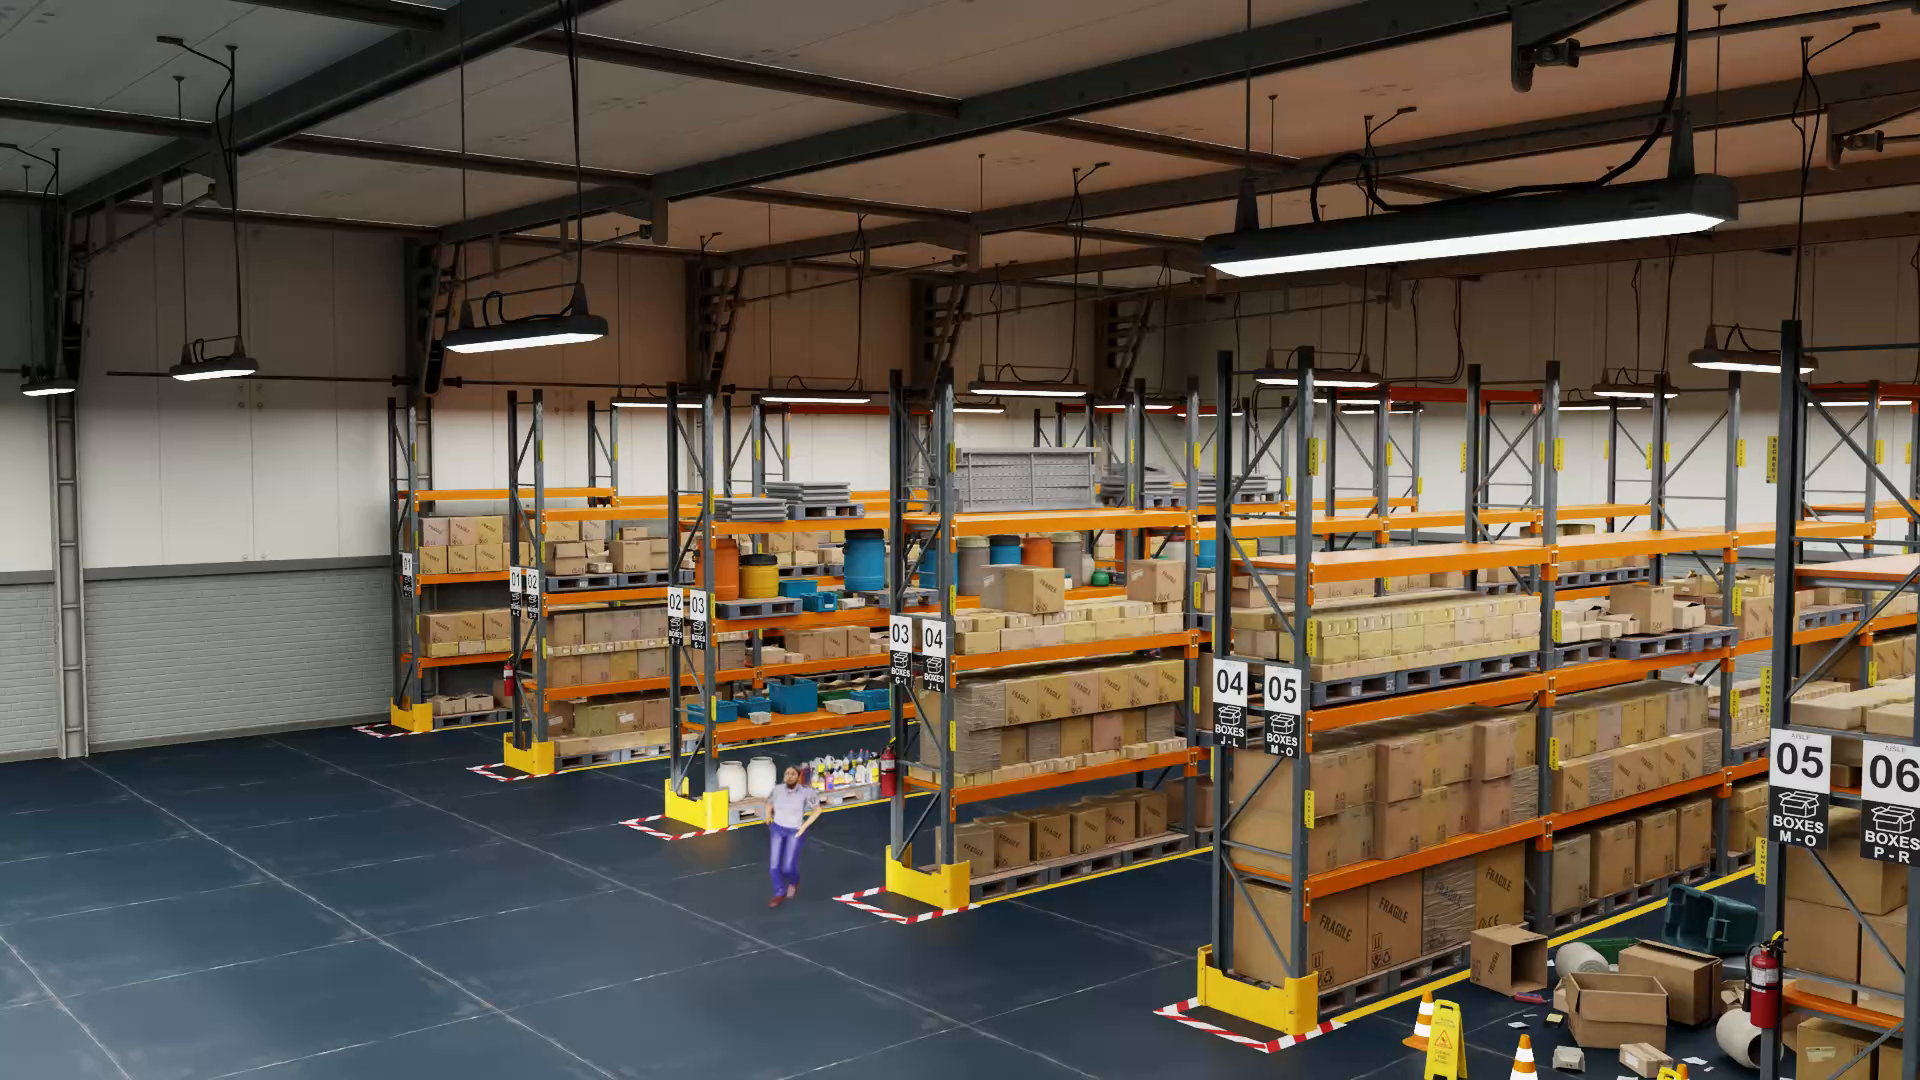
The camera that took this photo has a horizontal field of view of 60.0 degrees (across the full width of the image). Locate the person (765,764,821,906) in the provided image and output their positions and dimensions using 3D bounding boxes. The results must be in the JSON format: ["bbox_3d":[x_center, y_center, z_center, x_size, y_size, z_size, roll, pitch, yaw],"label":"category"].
[{"bbox_3d":[-1.895,3.301,18.539,0.625,1.573,0.582,1,3,17],"label":"person"}]

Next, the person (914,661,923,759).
[{"bbox_3d":[-0.482,2.742,27.294,0.647,1.675,0.637,3,5,44],"label":"person"}]

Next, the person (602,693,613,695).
[{"bbox_3d":[-6.242,2.567,29.273,0.661,1.769,0.936,3,4,40],"label":"person"}]

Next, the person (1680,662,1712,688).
[{"bbox_3d":[11.906,2.756,26.948,0.838,1.705,0.626,-3,5,-43],"label":"person"}]
